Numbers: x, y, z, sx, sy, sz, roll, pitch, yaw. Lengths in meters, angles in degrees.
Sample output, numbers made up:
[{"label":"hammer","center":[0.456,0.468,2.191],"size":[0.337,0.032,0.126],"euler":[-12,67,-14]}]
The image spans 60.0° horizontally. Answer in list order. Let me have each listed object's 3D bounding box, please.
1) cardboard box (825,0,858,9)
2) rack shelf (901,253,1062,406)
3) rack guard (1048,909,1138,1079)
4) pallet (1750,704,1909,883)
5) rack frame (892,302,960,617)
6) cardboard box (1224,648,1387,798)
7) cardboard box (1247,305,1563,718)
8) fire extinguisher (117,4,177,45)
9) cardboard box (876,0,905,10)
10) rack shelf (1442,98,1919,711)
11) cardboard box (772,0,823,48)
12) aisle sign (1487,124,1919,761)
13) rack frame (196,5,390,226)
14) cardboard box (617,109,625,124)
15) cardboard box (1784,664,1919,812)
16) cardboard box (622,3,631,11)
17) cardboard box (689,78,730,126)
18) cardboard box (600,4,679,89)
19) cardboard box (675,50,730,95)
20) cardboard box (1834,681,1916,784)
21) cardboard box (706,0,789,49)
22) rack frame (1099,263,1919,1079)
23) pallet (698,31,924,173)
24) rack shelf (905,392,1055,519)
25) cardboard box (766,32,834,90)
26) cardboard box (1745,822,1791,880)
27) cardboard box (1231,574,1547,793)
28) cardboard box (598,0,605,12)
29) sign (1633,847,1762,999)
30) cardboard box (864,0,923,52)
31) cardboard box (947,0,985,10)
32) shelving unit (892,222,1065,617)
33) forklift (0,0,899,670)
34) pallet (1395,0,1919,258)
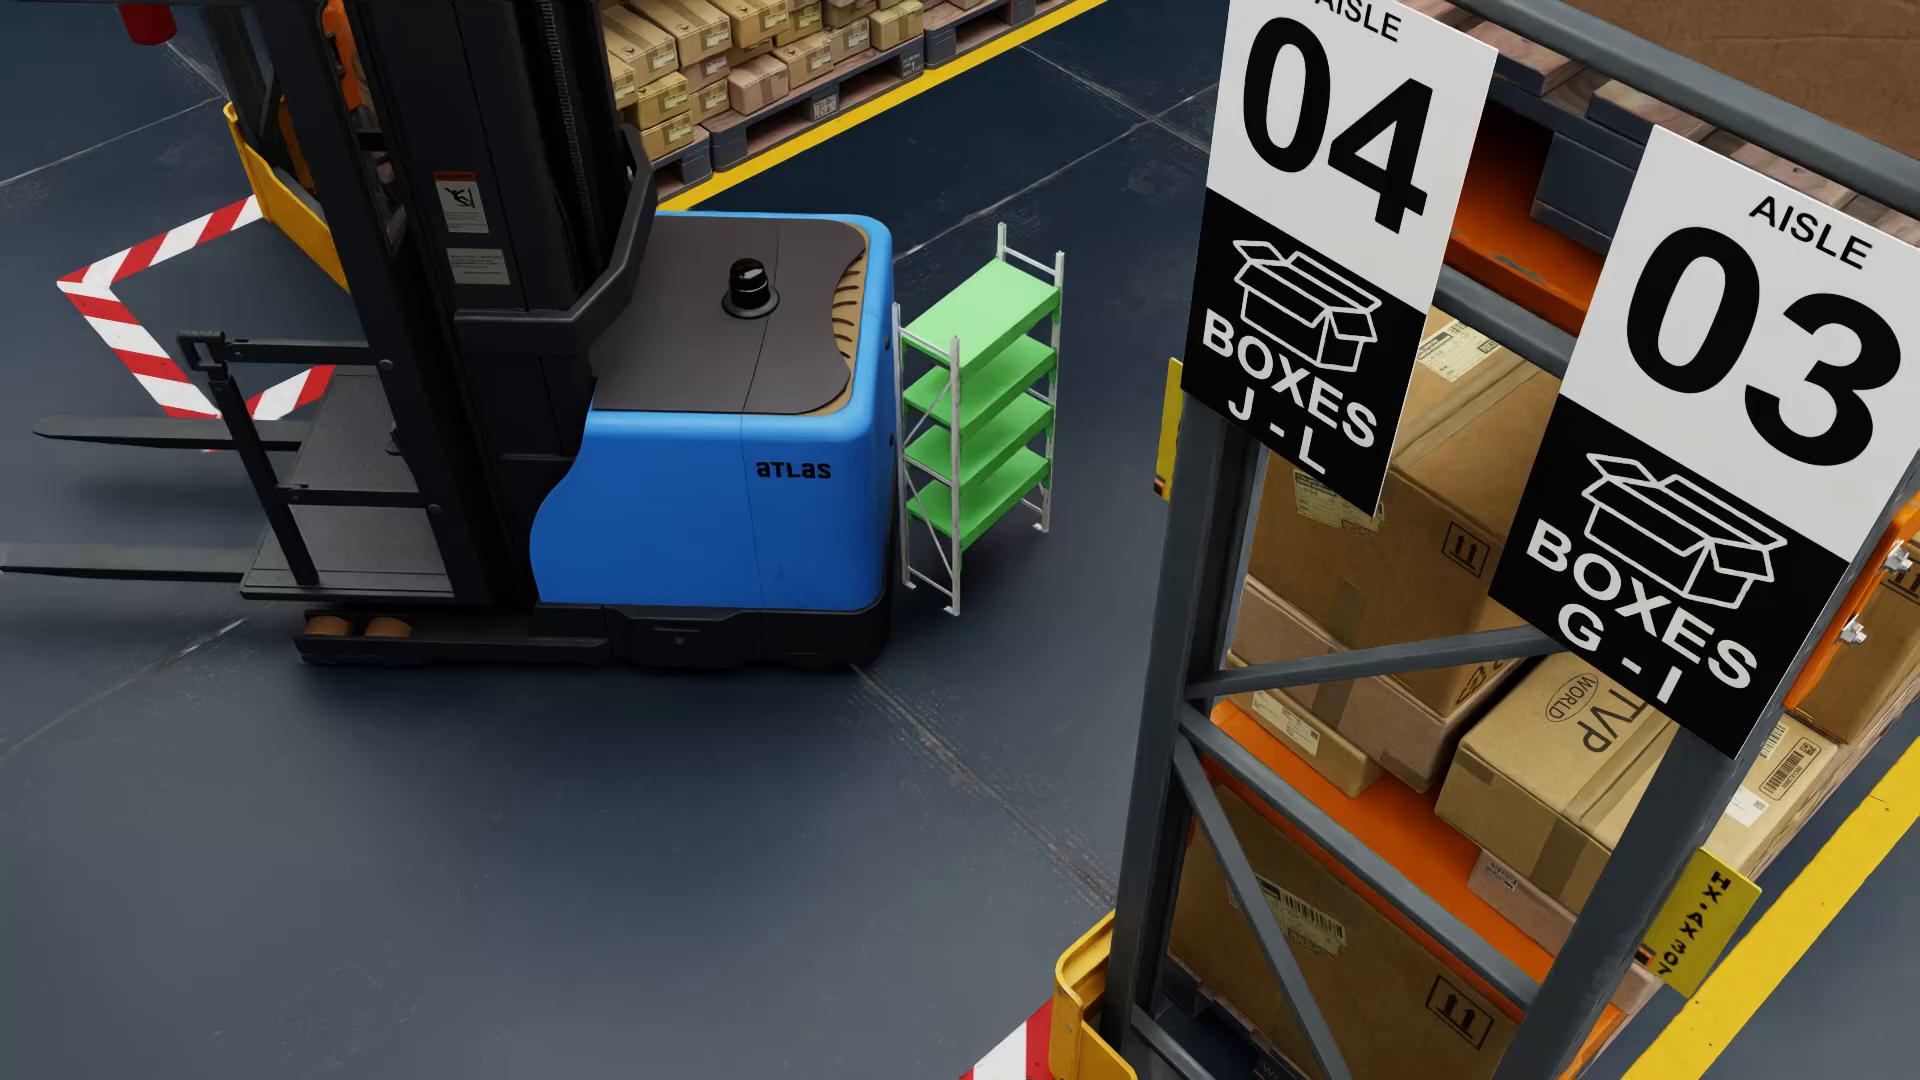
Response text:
[{"label":"cardboard box","center":[-0.560,-2.499,7.264],"size":[0.250,0.149,0.380],"euler":[-36,57,-28]},{"label":"rack shelf","center":[0.057,-0.632,4.951],"size":[0.258,0.148,0.480],"euler":[31,54,25]},{"label":"rack guard","center":[0.729,1.461,4.062],"size":[0.348,0.500,1.175],"euler":[-34,56,-27]},{"label":"pallet","center":[2.188,0.509,5.137],"size":[1.213,0.211,1.003],"euler":[-34,56,-27]},{"label":"rack frame","center":[-0.098,-0.211,5.129],"size":[0.240,1.200,0.015],"euler":[31,54,25]},{"label":"cardboard box","center":[0.788,0.331,3.574],"size":[0.250,0.149,0.380],"euler":[-33,55,-27]},{"label":"cardboard box","center":[0.930,-0.087,3.179],"size":[0.500,0.500,0.500],"euler":[-33,55,-27]},{"label":"fire extinguisher","center":[-3.012,-2.120,5.971],"size":[0.183,0.674,0.296],"euler":[-34,56,-27]},{"label":"cardboard box","center":[-0.380,-2.582,7.543],"size":[0.250,0.149,0.380],"euler":[-32,55,-26]},{"label":"rack shelf","center":[2.226,-1.161,3.229],"size":[4.000,0.370,1.077],"euler":[-34,56,-27]},{"label":"cardboard box","center":[-0.818,-2.351,7.330],"size":[0.250,0.149,0.380],"euler":[-31,55,-26]},{"label":"aisle sign","center":[0.895,-0.082,2.016],"size":[0.004,0.787,0.394],"euler":[-34,56,-27]},{"label":"rack frame","center":[-2.516,-2.146,5.689],"size":[0.127,3.000,1.000],"euler":[-34,56,-27]},{"label":"cardboard box","center":[-1.593,-1.816,6.836],"size":[0.250,0.149,0.380],"euler":[-33,55,-27]},{"label":"cardboard box","center":[1.663,0.200,3.424],"size":[0.500,0.250,0.500],"euler":[-34,56,-28]},{"label":"cardboard box","center":[-1.559,-2.359,7.338],"size":[0.250,0.149,0.380],"euler":[-33,55,-27]},{"label":"cardboard box","center":[-1.207,-1.952,7.164],"size":[0.250,0.149,0.380],"euler":[-34,56,-27]},{"label":"cardboard box","center":[-1.376,-2.022,6.824],"size":[0.380,0.149,0.250],"euler":[36,57,29]},{"label":"cardboard box","center":[-1.198,-2.066,7.067],"size":[0.380,0.149,0.250],"euler":[36,57,29]},{"label":"cardboard box","center":[1.801,0.306,3.597],"size":[0.250,0.149,0.380],"euler":[-35,56,-28]},{"label":"cardboard box","center":[-0.939,-2.259,7.043],"size":[0.250,0.149,0.380],"euler":[-33,55,-27]},{"label":"rack frame","center":[0.746,0.601,3.154],"size":[0.127,3.000,1.000],"euler":[-34,56,-27]},{"label":"pallet","center":[-0.932,-2.220,7.655],"size":[1.213,0.211,1.003],"euler":[-34,56,-27]},{"label":"rack shelf","center":[0.057,-0.307,5.304],"size":[0.258,0.148,0.480],"euler":[31,54,25]},{"label":"cardboard box","center":[-0.777,-2.179,7.373],"size":[0.250,0.149,0.380],"euler":[-34,56,-27]},{"label":"cardboard box","center":[1.420,0.563,3.361],"size":[0.250,0.149,0.380],"euler":[-35,56,-28]},{"label":"cardboard box","center":[0.926,0.167,3.454],"size":[0.500,0.250,0.500],"euler":[-35,56,-28]},{"label":"cardboard box","center":[-1.729,-2.307,7.086],"size":[0.250,0.149,0.380],"euler":[-36,57,-28]},{"label":"sign","center":[1.115,0.585,2.526],"size":[0.005,0.325,0.100],"euler":[-34,56,-27]},{"label":"cardboard box","center":[-0.383,-2.408,7.585],"size":[0.250,0.149,0.380],"euler":[-34,56,-27]},{"label":"cardboard box","center":[-0.018,-2.671,7.828],"size":[0.250,0.149,0.380],"euler":[-36,57,-28]},{"label":"shelving unit","center":[0.057,-0.350,5.257],"size":[0.258,1.200,0.503],"euler":[31,54,25]},{"label":"forklift","center":[-1.731,-0.977,4.658],"size":[3.031,2.935,1.130],"euler":[2,47,1]},{"label":"pallet","center":[1.288,-0.758,2.428],"size":[1.213,0.211,1.003],"euler":[-34,56,-27]}]
